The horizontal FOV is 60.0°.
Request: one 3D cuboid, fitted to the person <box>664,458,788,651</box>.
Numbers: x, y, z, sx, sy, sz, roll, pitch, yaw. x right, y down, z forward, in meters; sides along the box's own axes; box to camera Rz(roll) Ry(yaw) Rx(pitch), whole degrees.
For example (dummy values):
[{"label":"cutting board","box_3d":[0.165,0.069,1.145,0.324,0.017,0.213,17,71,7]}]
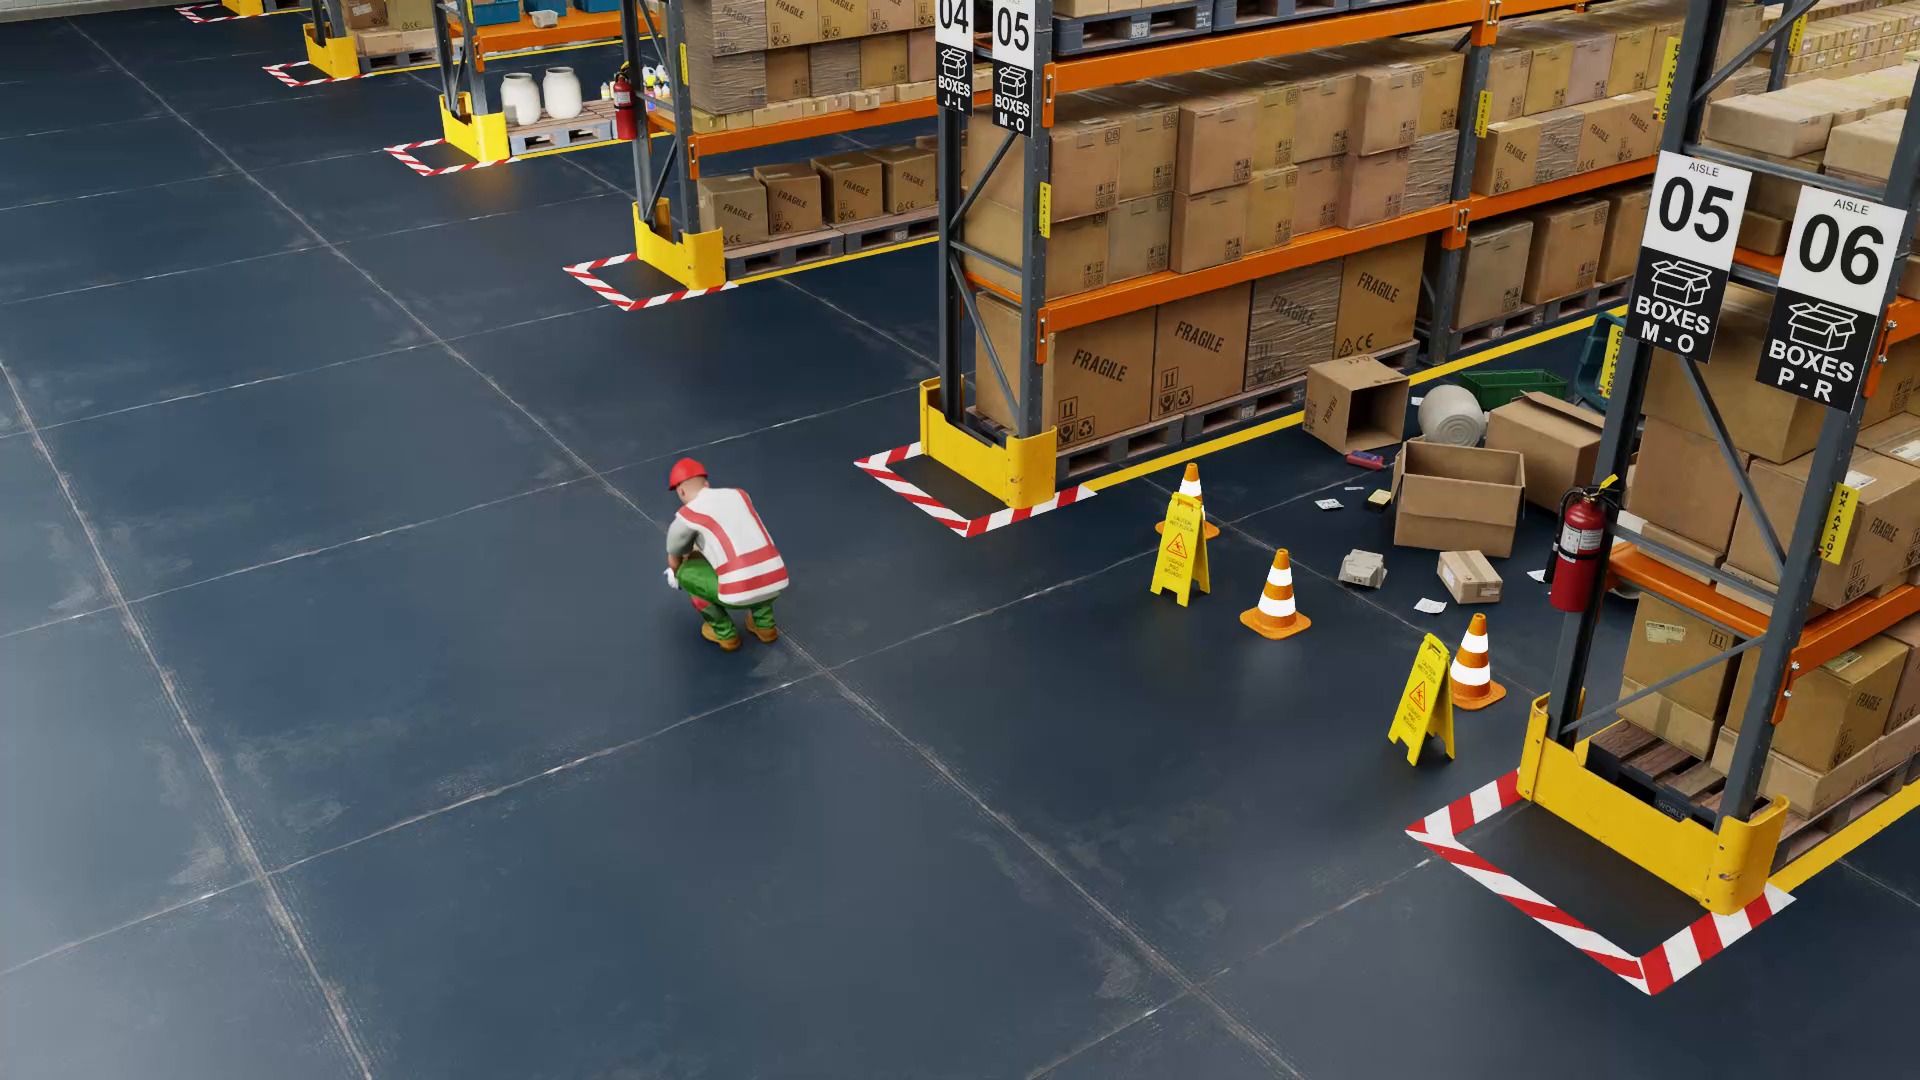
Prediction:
[{"label":"person","box_3d":[-1.328,0.080,9.294,0.568,0.995,0.860,-19,33,-31]}]
